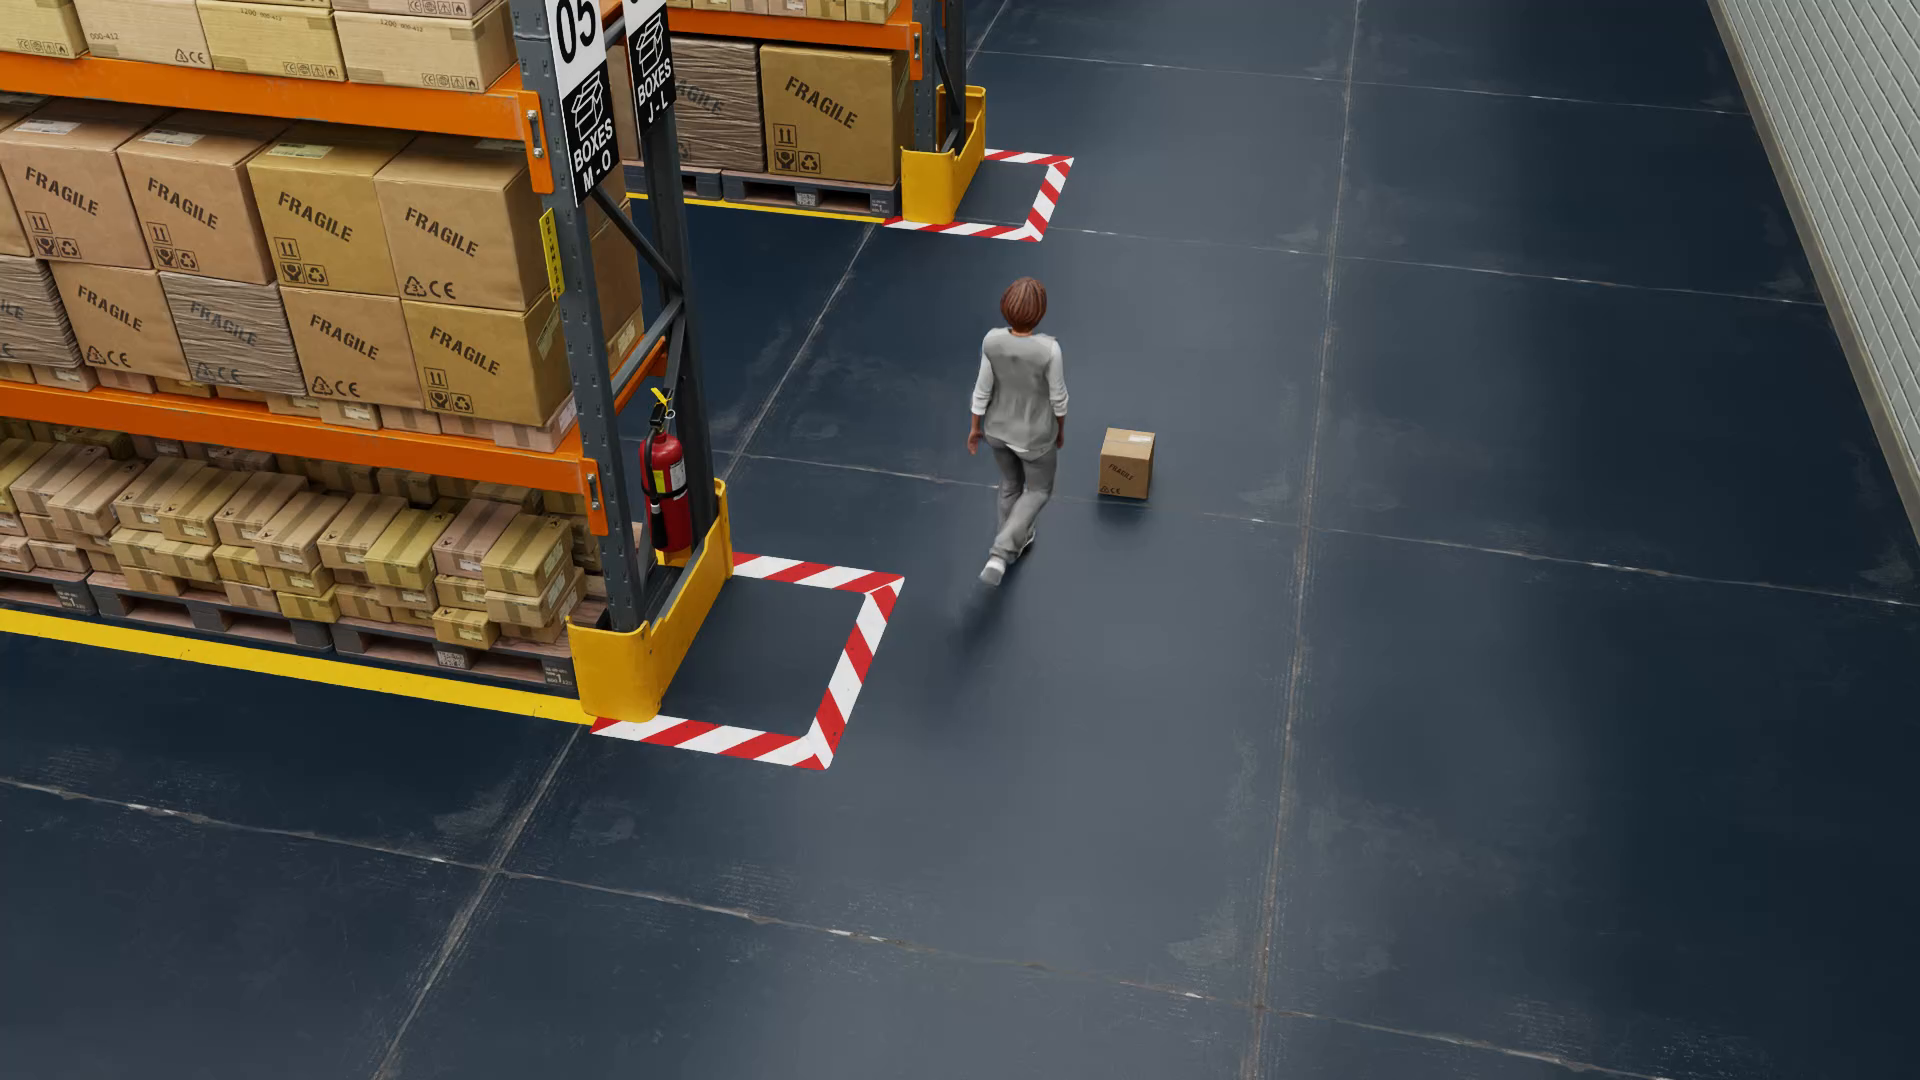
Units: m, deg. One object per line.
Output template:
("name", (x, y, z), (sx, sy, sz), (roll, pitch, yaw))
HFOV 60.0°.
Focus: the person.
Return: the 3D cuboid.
("person", (0.252, -0.469, 7.584), (0.451, 1.571, 0.676), (19, 41, 23))
